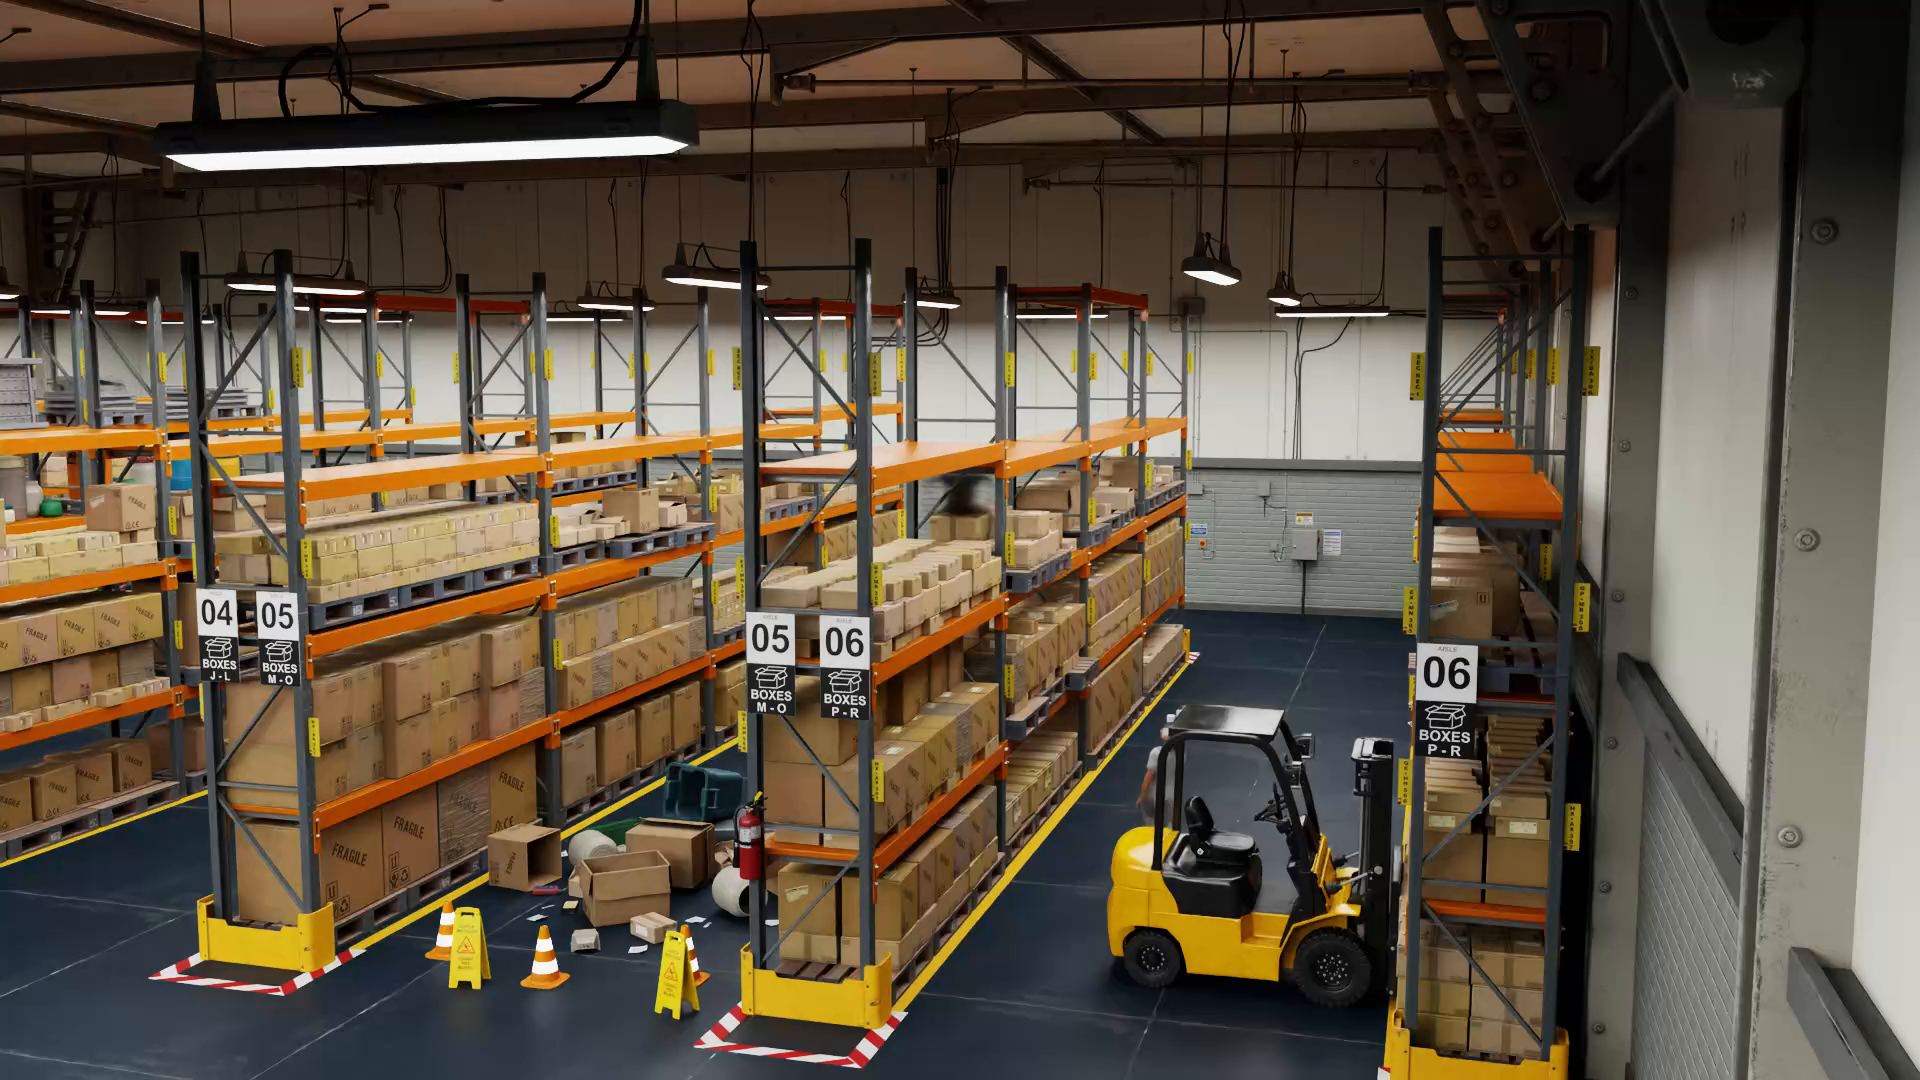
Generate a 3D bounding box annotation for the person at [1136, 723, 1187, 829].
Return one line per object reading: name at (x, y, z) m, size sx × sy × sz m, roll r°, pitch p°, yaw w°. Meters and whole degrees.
person at (1.994, 2.537, 16.736) m, size 0.527 × 1.543 × 0.782 m, roll -1°, pitch 6°, yaw -10°
